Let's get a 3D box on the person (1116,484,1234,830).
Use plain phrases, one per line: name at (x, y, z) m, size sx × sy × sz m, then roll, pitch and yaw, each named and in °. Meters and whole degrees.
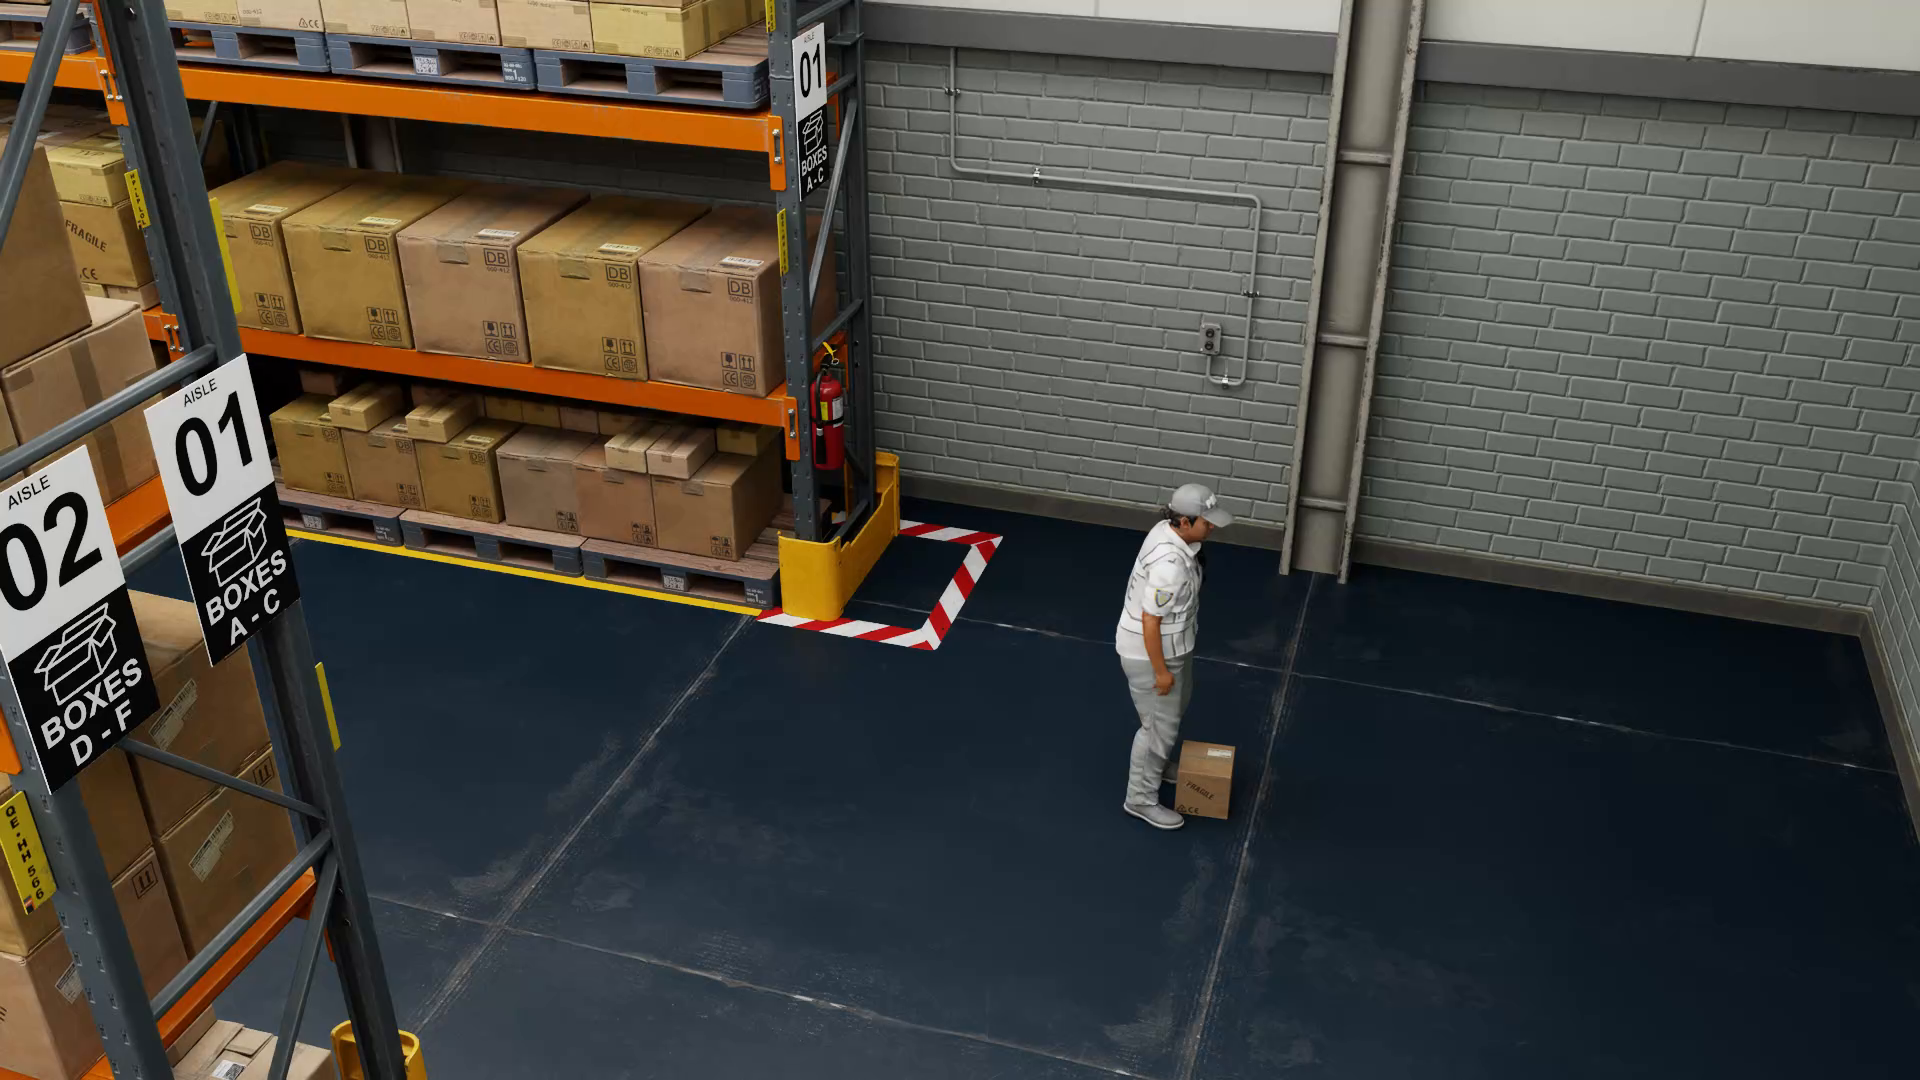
person at (0.957, 0.495, 7.614) m, size 0.471 × 1.666 × 0.543 m, roll 8°, pitch 30°, yaw 15°
